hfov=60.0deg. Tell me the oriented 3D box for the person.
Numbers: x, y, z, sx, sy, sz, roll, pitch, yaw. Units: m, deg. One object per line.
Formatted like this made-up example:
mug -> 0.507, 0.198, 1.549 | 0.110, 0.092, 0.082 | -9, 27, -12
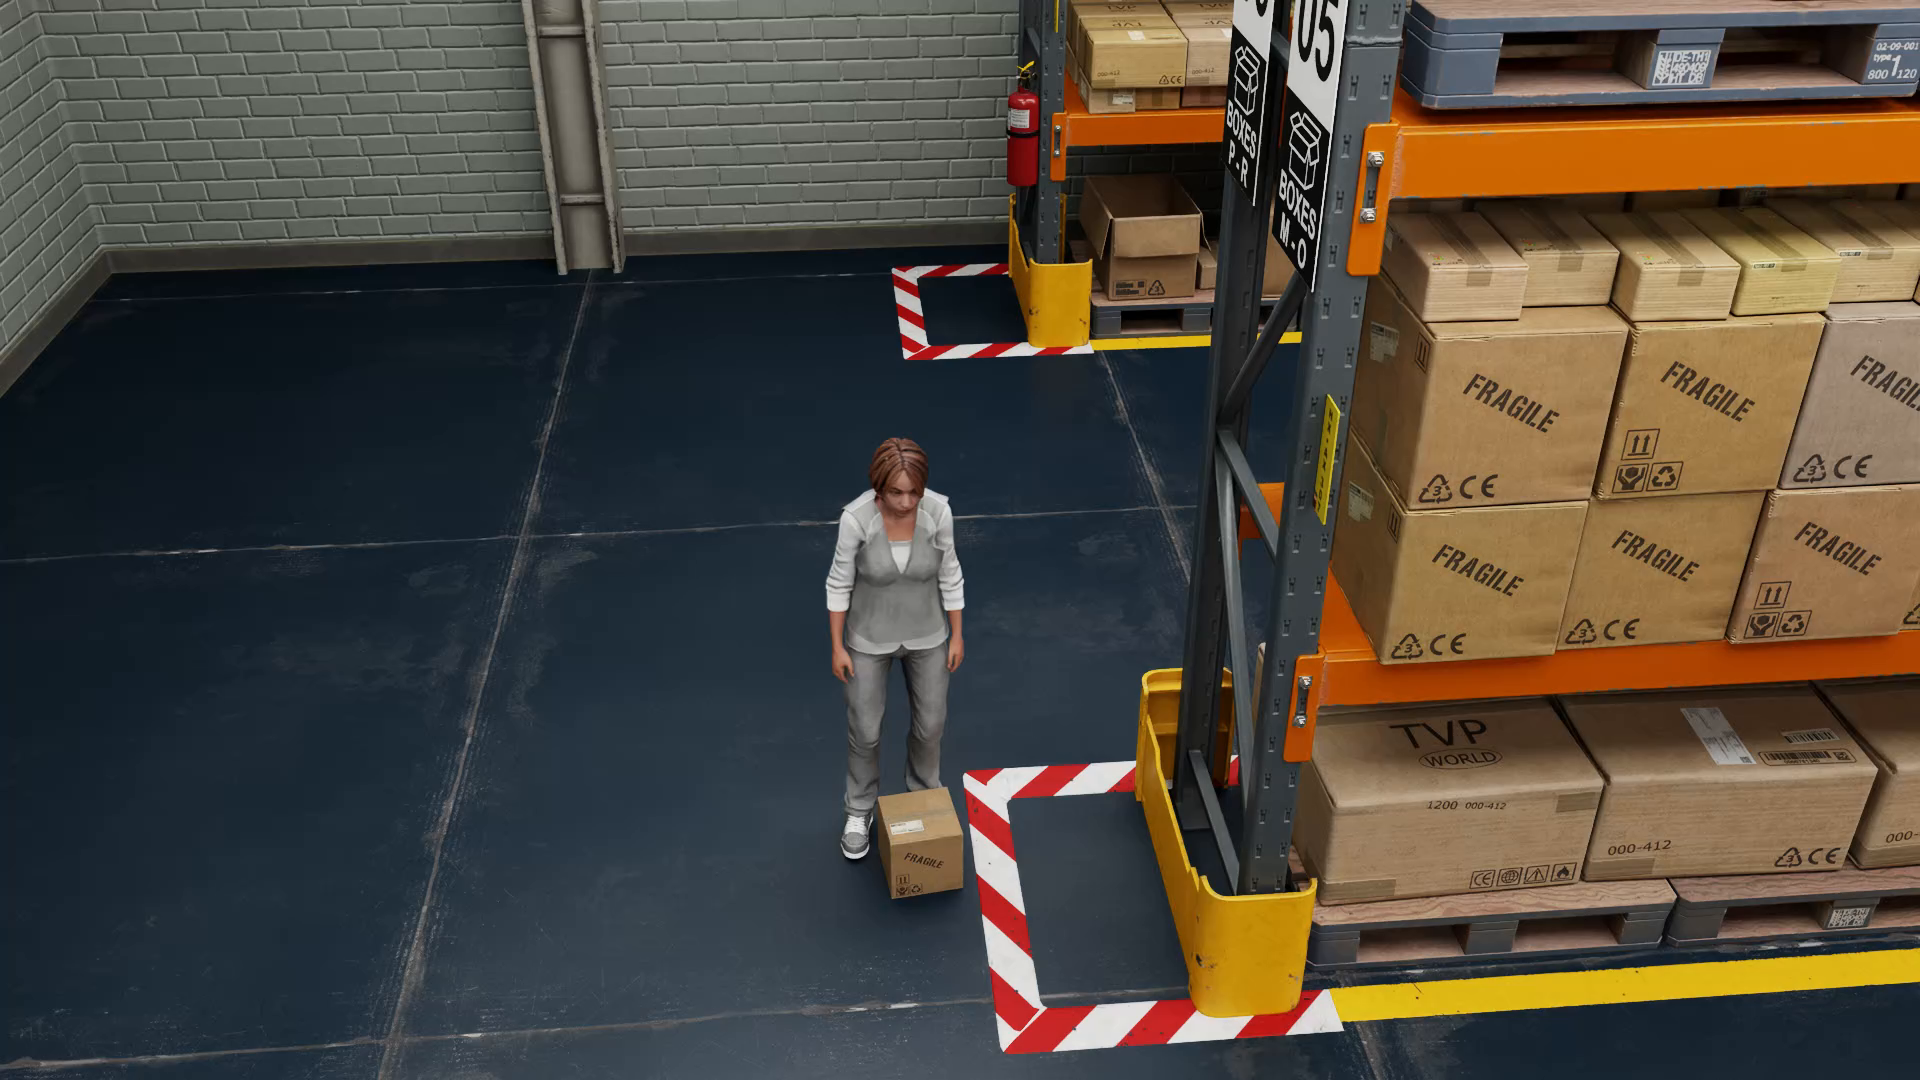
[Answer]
person -> -0.211, 0.348, 5.578 | 0.462, 1.592, 0.343 | -6, 32, -10
